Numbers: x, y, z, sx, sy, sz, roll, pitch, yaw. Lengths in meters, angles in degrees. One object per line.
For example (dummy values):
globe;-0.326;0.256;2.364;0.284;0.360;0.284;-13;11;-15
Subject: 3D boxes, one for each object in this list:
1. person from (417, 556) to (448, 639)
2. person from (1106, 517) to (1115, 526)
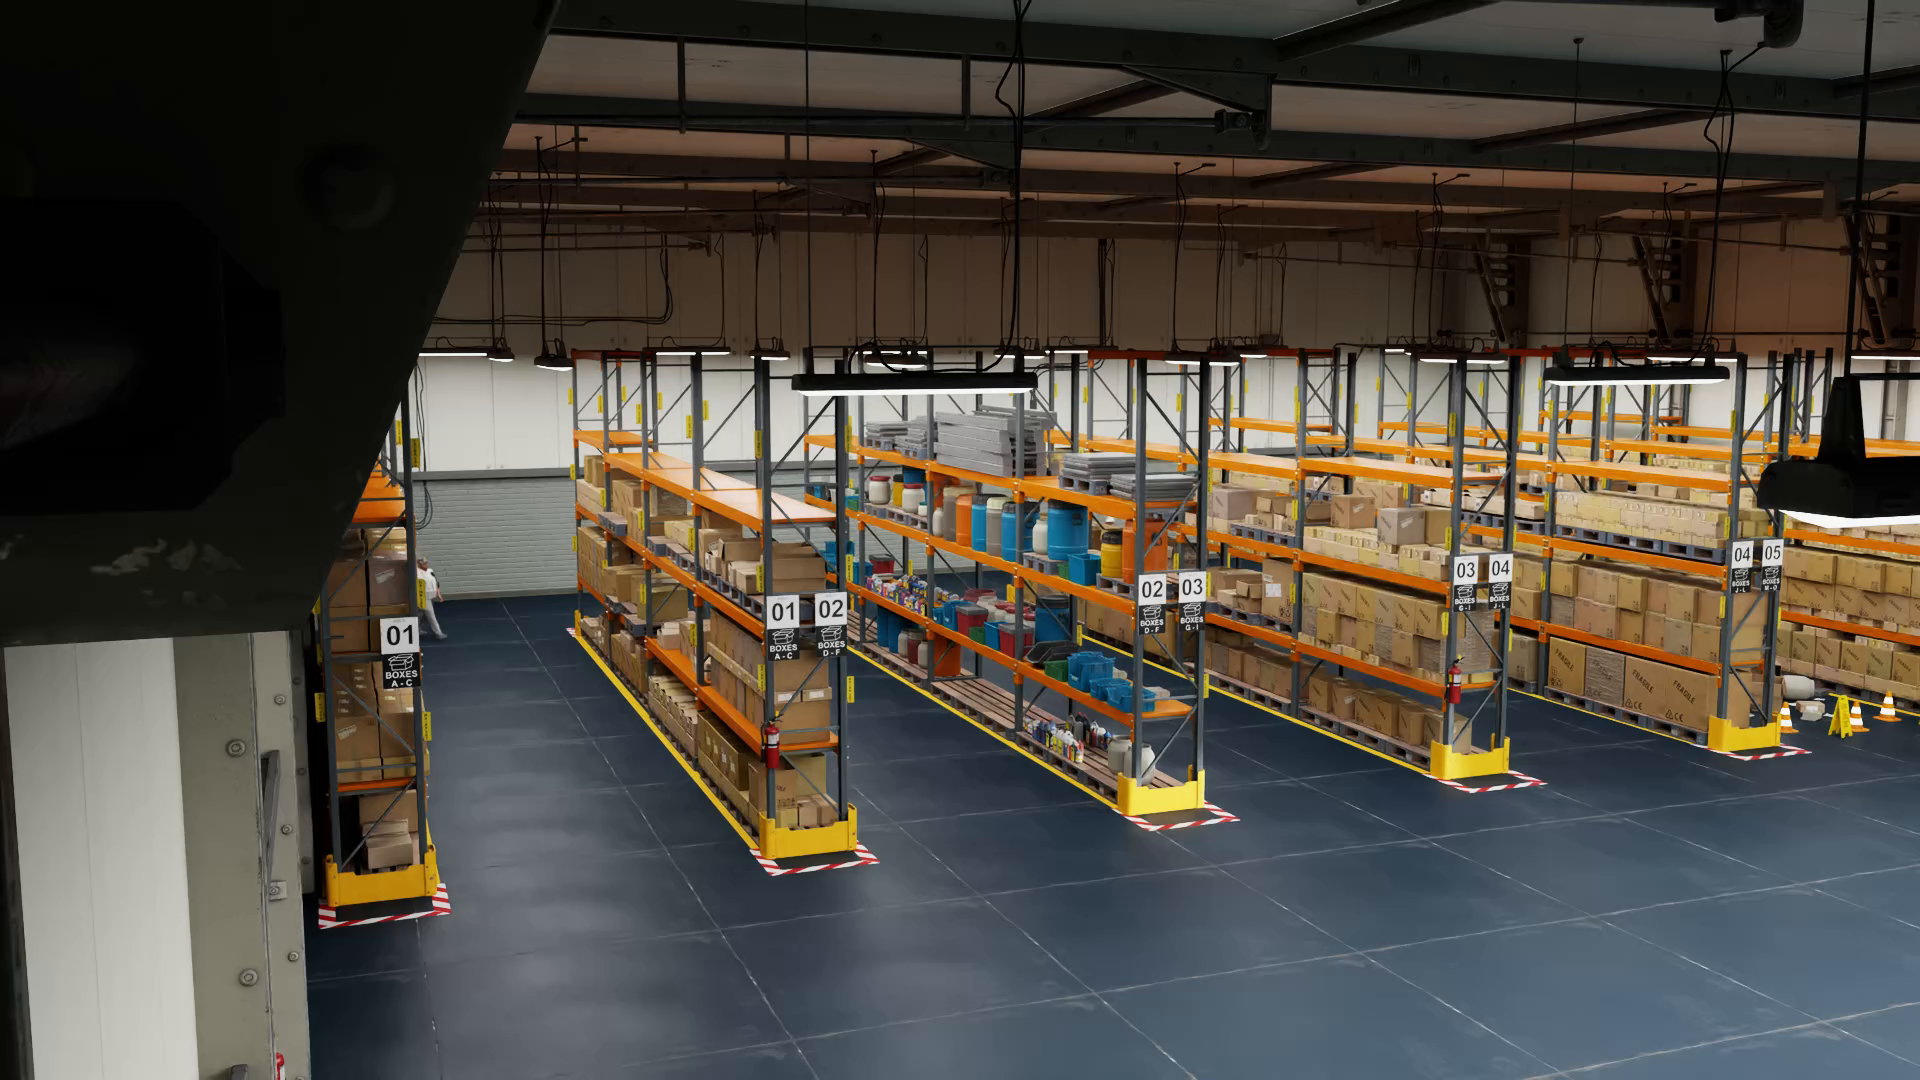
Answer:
person;-11.022;1.175;34.496;1.057;1.707;0.583;3;8;22
person;3.758;0.284;41.591;0.636;1.721;1.069;-2;7;-18
